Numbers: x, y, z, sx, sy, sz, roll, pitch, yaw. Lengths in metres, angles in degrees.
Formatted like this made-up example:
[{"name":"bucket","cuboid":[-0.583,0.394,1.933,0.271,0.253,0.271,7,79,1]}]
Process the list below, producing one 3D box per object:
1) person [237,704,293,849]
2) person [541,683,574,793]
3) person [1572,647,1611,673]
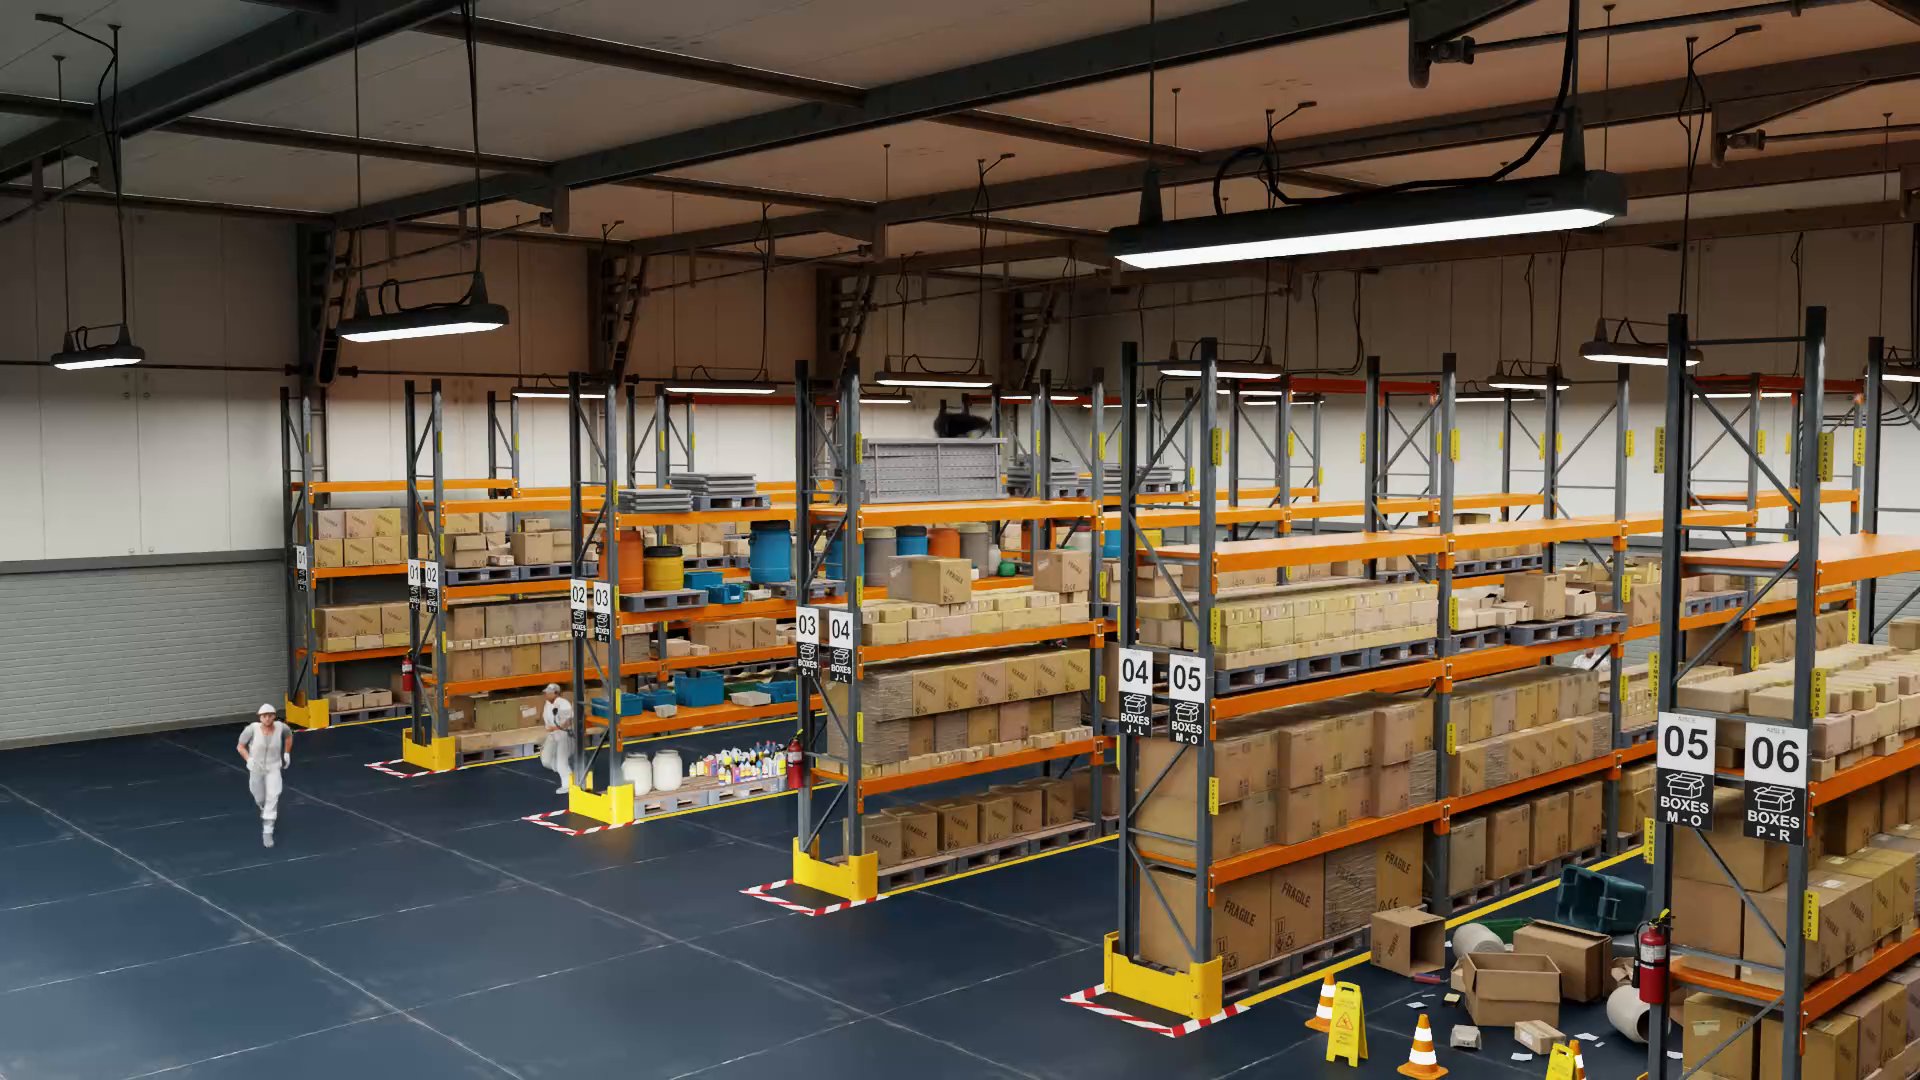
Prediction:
[{"name":"person","cuboid":[-8.846,2.936,21.178,0.651,1.771,1.131,-2,4,-24]},{"name":"person","cuboid":[-5.758,2.841,23.833,0.580,1.607,0.595,2,4,30]},{"name":"person","cuboid":[10.563,2.509,27.890,0.674,1.740,0.782,3,5,39]}]
